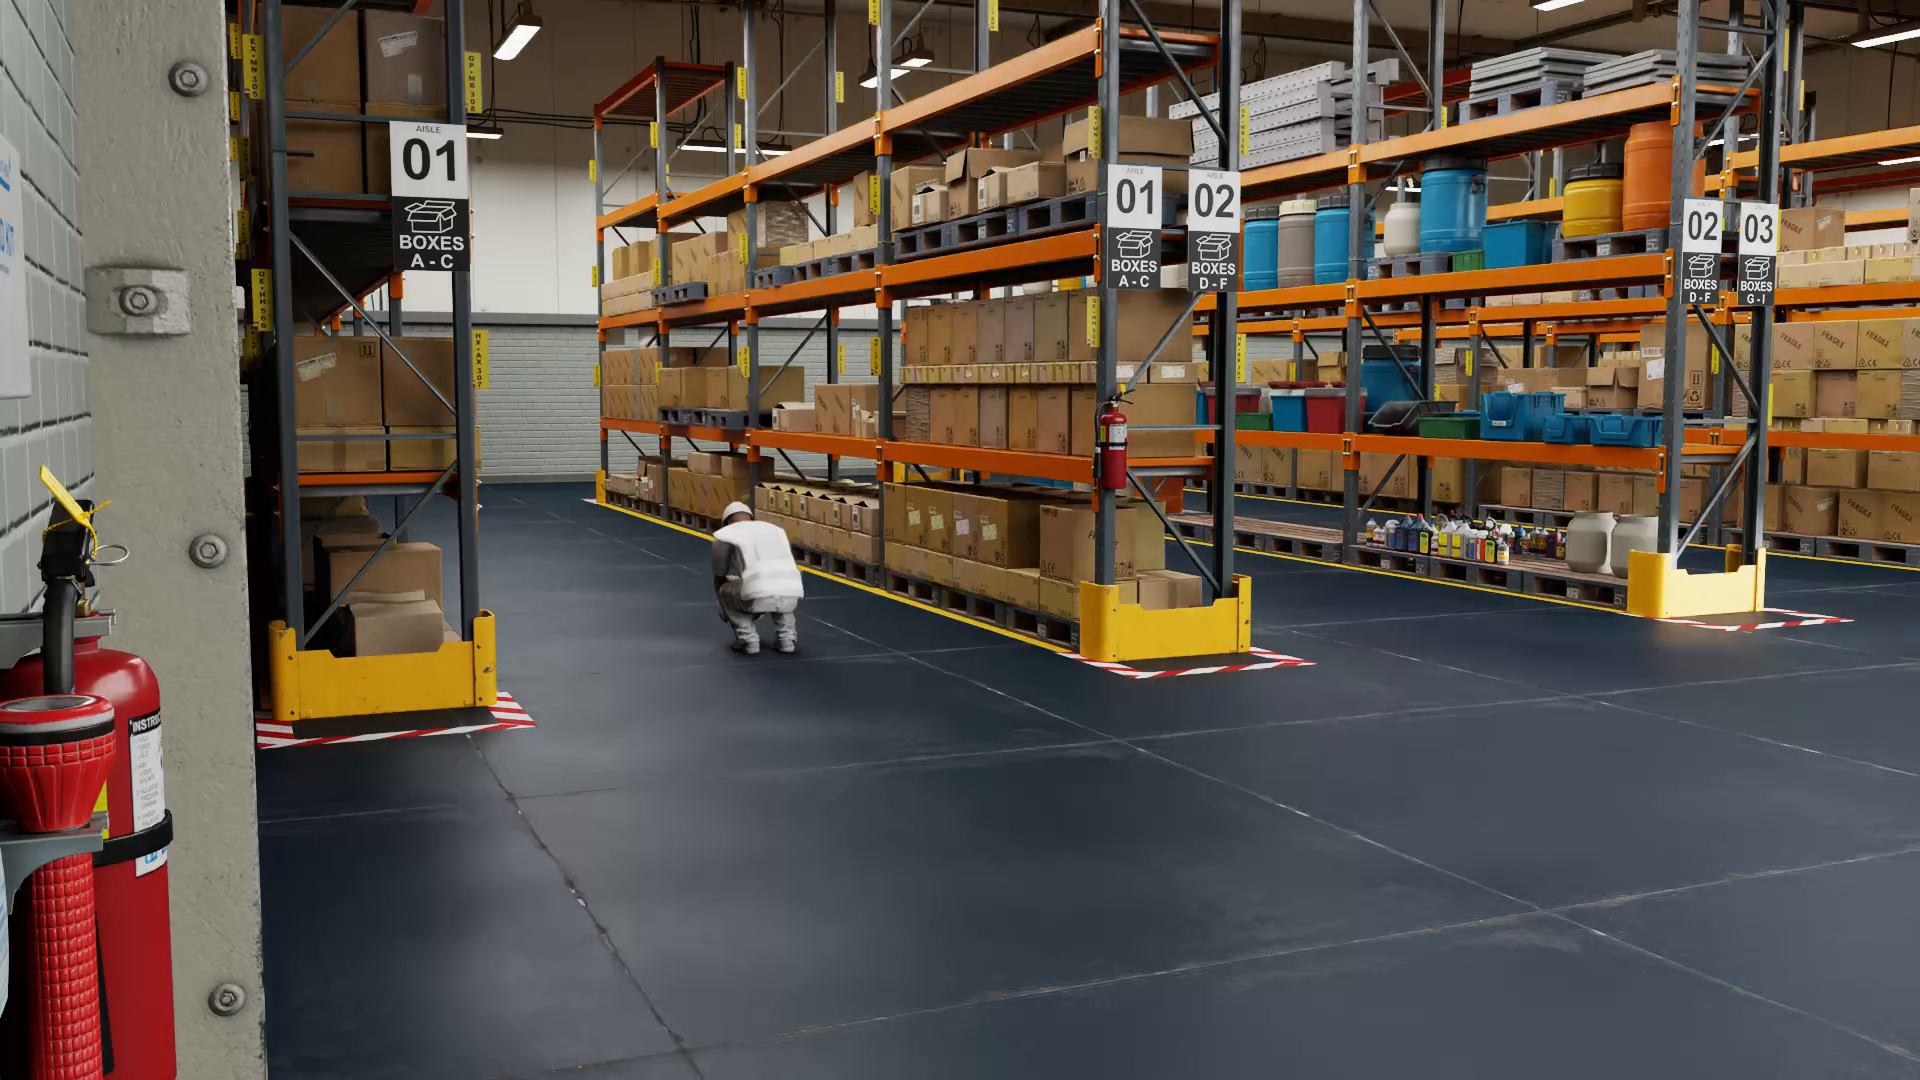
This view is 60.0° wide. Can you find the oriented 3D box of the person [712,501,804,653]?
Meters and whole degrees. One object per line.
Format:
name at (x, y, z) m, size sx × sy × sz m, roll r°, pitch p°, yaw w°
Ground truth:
person at (-1.402, 0.249, 11.341) m, size 0.567 × 0.993 × 0.898 m, roll -2°, pitch 6°, yaw -24°
